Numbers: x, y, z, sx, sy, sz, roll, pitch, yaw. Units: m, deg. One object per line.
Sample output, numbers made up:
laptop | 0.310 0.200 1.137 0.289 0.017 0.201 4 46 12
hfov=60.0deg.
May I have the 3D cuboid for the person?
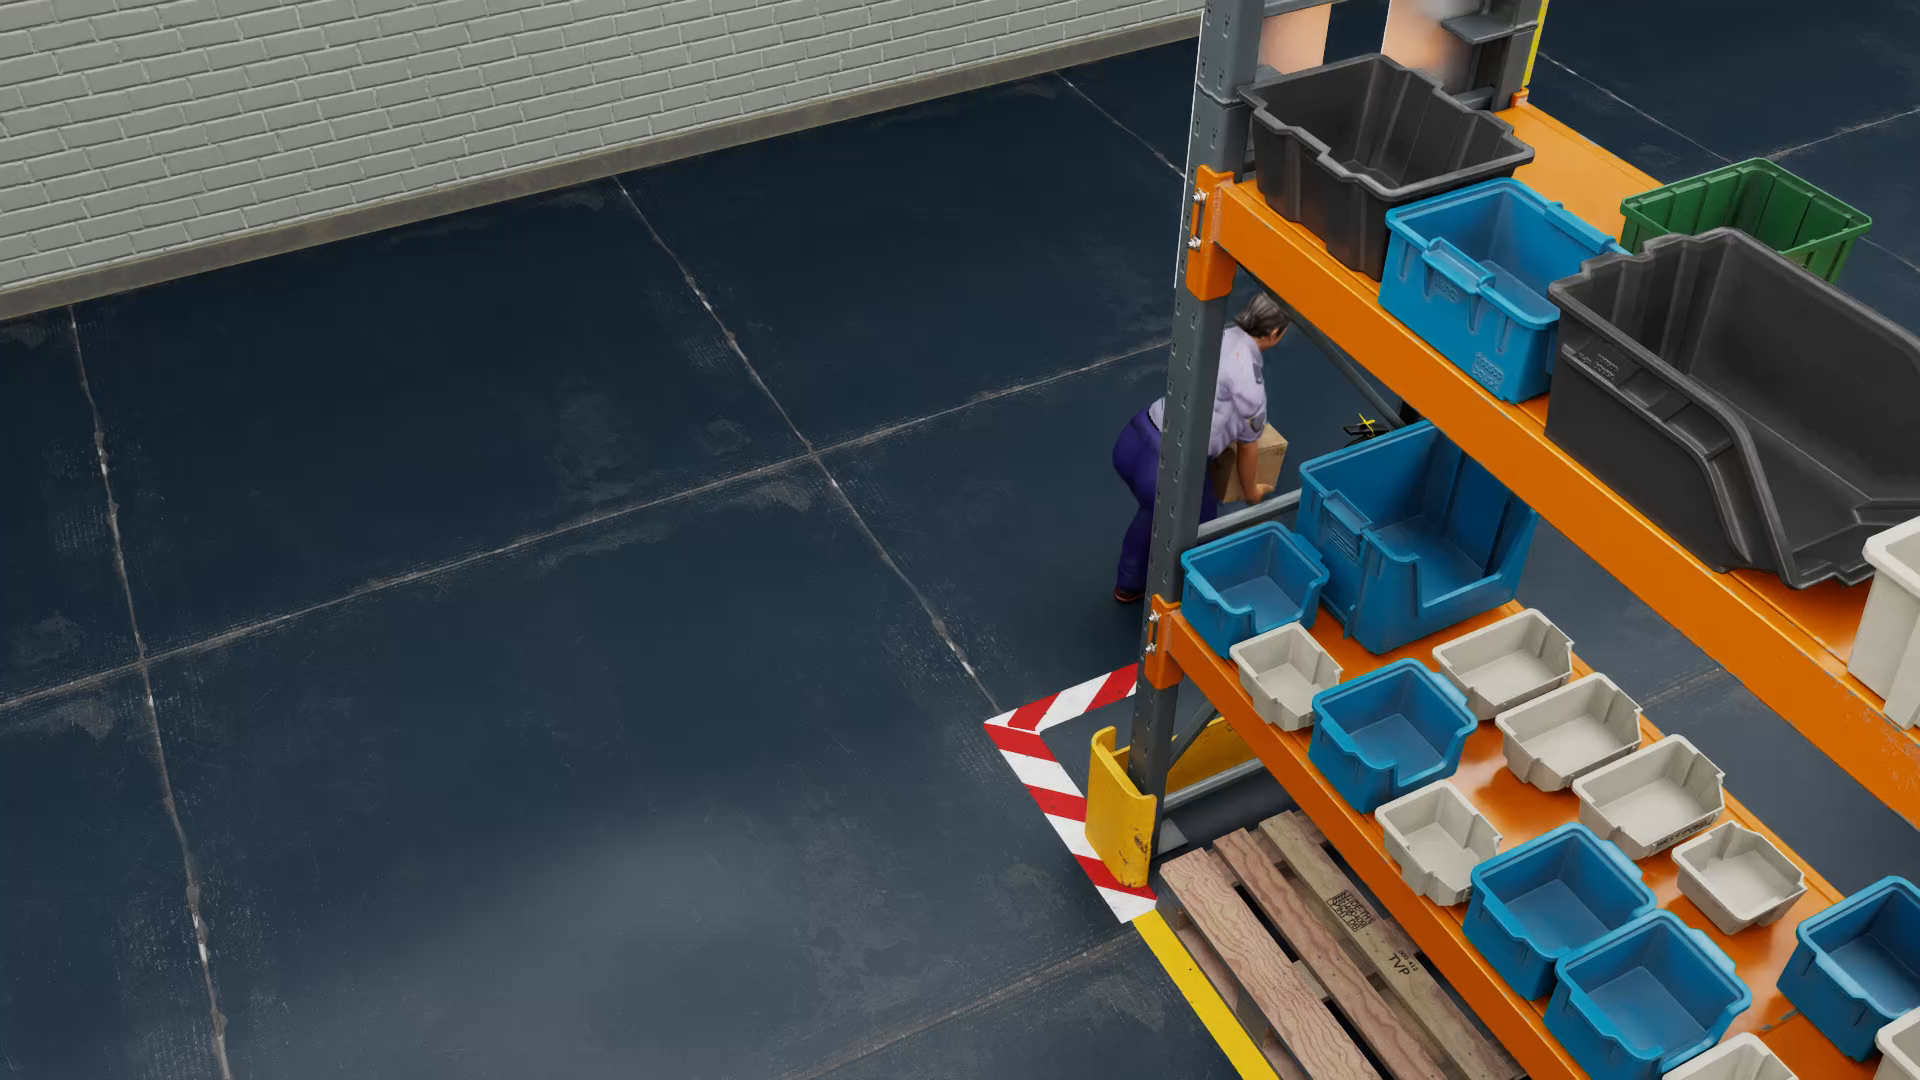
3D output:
person | 0.951 -0.286 6.614 0.675 1.497 0.441 -17 44 -18
